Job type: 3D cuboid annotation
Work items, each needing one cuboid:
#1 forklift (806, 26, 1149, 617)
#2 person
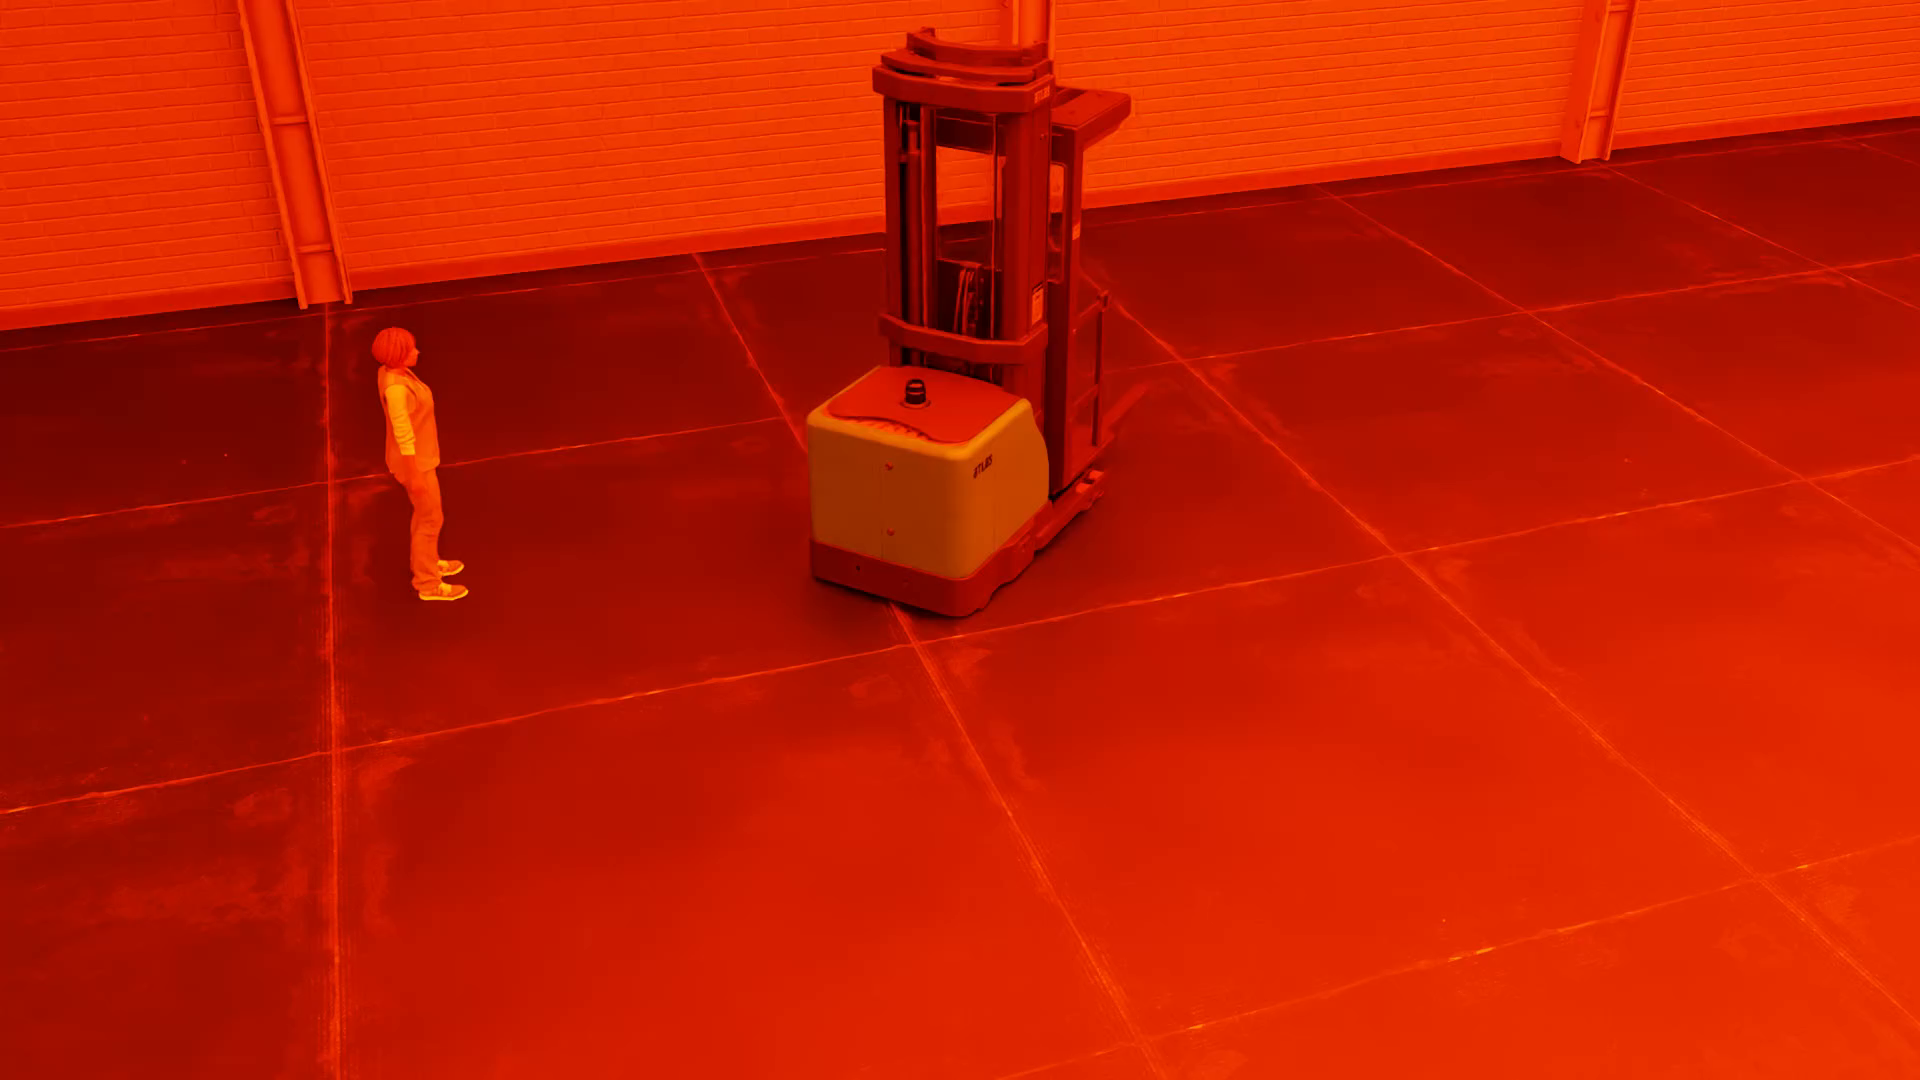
[{"bbox_3d":[0.286,-1.554,9.787,1.130,2.935,3.031,15,33,24],"label":"forklift"},{"bbox_3d":[-2.997,-0.429,9.171,0.317,1.599,0.465,-11,32,-19],"label":"person"}]
